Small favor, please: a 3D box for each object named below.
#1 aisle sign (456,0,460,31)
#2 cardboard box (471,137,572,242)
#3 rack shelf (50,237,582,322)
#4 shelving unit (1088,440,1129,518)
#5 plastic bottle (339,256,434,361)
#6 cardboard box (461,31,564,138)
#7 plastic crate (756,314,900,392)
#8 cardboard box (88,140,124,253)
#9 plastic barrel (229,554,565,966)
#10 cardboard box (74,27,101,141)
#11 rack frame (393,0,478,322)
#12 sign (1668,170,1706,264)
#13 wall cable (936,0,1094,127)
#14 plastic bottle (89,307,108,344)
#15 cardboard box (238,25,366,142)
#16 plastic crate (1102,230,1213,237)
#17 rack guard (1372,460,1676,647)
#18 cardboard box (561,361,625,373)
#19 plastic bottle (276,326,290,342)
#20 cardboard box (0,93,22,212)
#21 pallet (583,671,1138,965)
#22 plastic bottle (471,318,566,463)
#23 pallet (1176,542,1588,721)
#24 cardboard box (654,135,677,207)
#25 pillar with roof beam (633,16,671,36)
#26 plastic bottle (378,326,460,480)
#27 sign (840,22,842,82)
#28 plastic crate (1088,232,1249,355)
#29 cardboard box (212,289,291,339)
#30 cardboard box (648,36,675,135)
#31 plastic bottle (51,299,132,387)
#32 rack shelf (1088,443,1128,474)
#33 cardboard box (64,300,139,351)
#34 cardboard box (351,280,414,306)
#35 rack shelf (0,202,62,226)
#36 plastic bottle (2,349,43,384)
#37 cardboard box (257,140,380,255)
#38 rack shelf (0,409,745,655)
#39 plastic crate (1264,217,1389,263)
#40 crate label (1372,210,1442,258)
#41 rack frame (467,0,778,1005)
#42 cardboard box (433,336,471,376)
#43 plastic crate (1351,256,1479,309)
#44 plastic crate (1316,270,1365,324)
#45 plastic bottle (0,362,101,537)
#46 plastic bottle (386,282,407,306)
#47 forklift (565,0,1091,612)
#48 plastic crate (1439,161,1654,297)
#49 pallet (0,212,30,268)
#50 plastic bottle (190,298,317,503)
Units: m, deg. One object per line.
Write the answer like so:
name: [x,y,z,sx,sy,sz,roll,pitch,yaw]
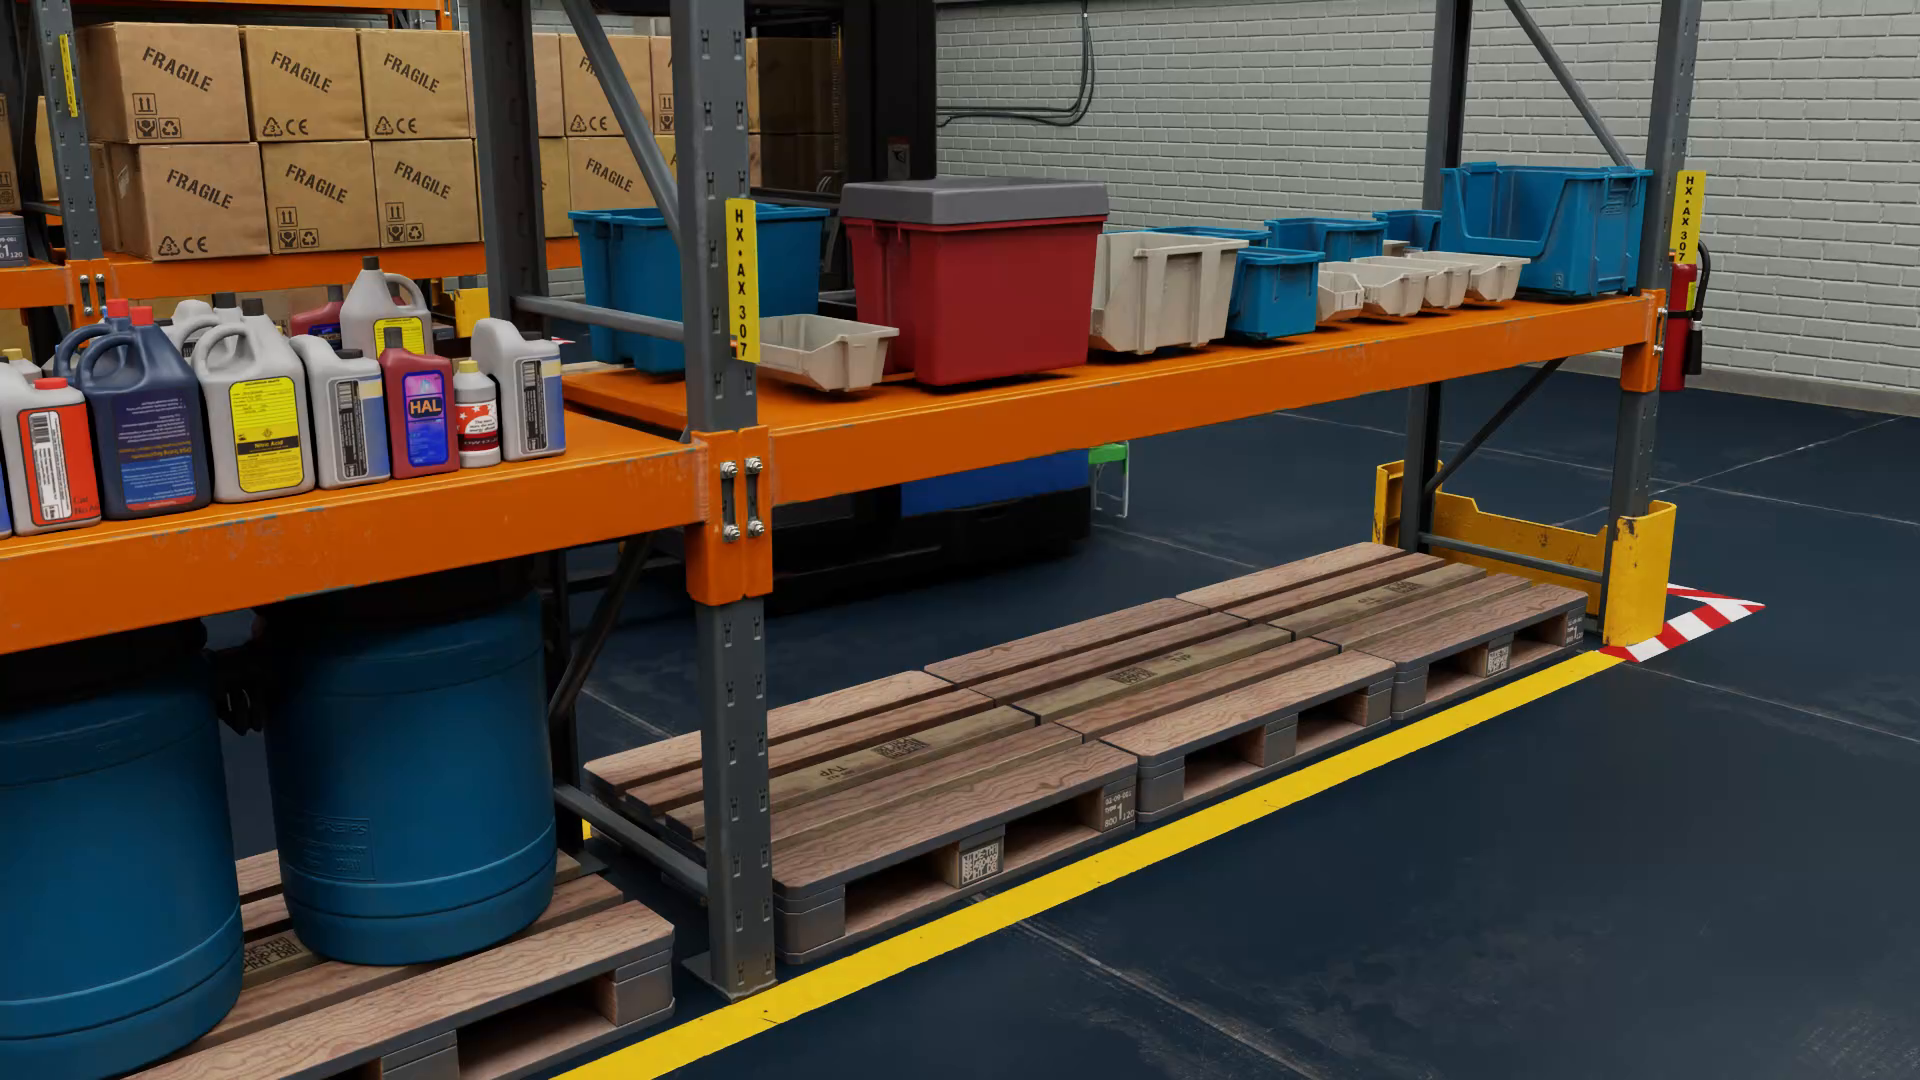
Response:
aisle sign: [-4.034,-4.315,13.053,0.004,0.787,0.394,-13,19,-39]
cardboard box: [-2.339,-1.803,8.495,0.500,0.500,0.500,-13,20,-40]
rack shelf: [-2.539,-1.455,8.778,4.000,0.370,1.077,-13,19,-39]
shelving unit: [0.547,-0.678,7.963,0.503,1.200,0.258,-10,18,-34]
plastic bottle: [-1.308,-0.471,3.798,0.185,0.351,0.144,-13,19,-39]
cardboard box: [-2.342,-2.282,8.350,0.500,0.500,0.500,-12,19,-38]
plastic crate: [-0.354,-0.451,4.021,0.243,0.136,0.396,-13,19,-39]
cardboard box: [-3.839,-1.646,7.908,0.500,0.500,0.500,-12,19,-38]
plastic barrel: [-1.221,0.401,3.688,0.708,0.901,0.600,-13,19,-39]
cardboard box: [-3.836,-2.131,7.784,0.500,0.500,0.500,-13,19,-39]
rack frame: [-4.285,-3.105,13.561,0.127,3.000,1.000,-13,19,-39]
sign: [2.592,-1.151,5.929,0.005,0.325,0.100,-13,19,-39]
wall cable: [0.216,-5.392,16.514,0.112,2.526,3.097,-13,19,-39]
plastic bottle: [-1.780,-0.356,3.519,0.097,0.271,0.097,0,15,0]
cardboard box: [-3.119,-2.107,7.696,0.500,0.500,0.500,-13,20,-41]
plastic crate: [0.596,-0.873,5.413,0.300,0.233,0.416,-13,19,-39]
rack guard: [2.228,0.025,6.688,0.348,0.500,1.175,-13,19,-39]
cardboard box: [-2.004,-0.904,9.796,0.500,0.250,0.500,-13,19,-39]
plastic bottle: [-1.532,-0.378,3.737,0.097,0.201,0.097,0,15,0]
cardboard box: [-4.552,-1.678,7.212,0.700,0.500,0.500,8,17,28]
pallet: [-0.270,0.717,4.658,1.213,0.211,1.003,-13,19,-39]
plastic bottle: [-0.884,-0.309,3.334,0.135,0.276,0.152,-13,19,-39]
pallet: [1.571,0.303,6.206,1.213,0.211,1.003,-13,19,-39]
cardboard box: [-1.579,-1.972,9.126,0.500,0.500,0.500,-12,19,-39]
pillar with roof beam: [0.010,-5.791,11.992,0.400,9.000,9.100,-13,19,-39]
plastic bottle: [-1.029,-0.264,3.154,0.133,0.283,0.061,-13,19,-39]
sign: [-0.681,-2.742,9.346,0.005,0.325,0.100,-13,19,-39]
plastic crate: [0.474,-0.693,4.646,0.530,0.282,0.437,-13,19,-39]
cardboard box: [-5.504,-1.792,12.676,0.500,0.500,0.700,-13,20,-41]
cardboard box: [-1.566,-2.458,9.008,0.500,0.500,0.500,-12,19,-38]
plastic bottle: [-1.512,-0.252,2.977,0.185,0.351,0.144,-13,19,-39]
rack shelf: [0.547,-0.384,8.042,0.480,0.148,0.258,-10,18,-34]
cardboard box: [-6.290,-1.614,12.009,0.500,0.500,0.700,-13,20,-40]
cardboard box: [-4.747,-1.962,13.313,0.500,0.500,0.700,-13,19,-39]
rack shelf: [-5.794,-2.419,12.386,4.000,0.370,1.077,-13,19,-39]
plastic bottle: [-1.927,-0.289,3.405,0.097,0.201,0.097,0,15,0]
cardboard box: [-3.100,-1.632,7.855,0.500,0.500,0.500,-12,19,-38]
rack shelf: [-2.308,0.188,2.628,4.000,0.370,1.077,-13,19,-39]
plastic crate: [1.319,-1.035,6.021,0.300,0.233,0.416,-13,19,-39]
crate label: [1.816,-1.147,6.438,0.303,0.233,0.416,-13,19,-39]
rack frame: [-0.799,-0.499,3.804,0.127,3.000,1.000,-13,19,-39]
cardboard box: [-2.634,-0.789,8.877,0.637,0.503,0.797,-13,19,-39]
plastic crate: [1.494,-0.858,5.545,0.243,0.136,0.396,-13,19,-39]
plastic crate: [1.089,-0.752,5.149,0.250,0.136,0.298,-13,19,-39]
plastic bottle: [-1.540,-0.162,2.783,0.135,0.276,0.152,-13,19,-39]
plastic bottle: [-1.356,-0.463,3.897,0.133,0.283,0.061,-13,19,-39]
forklift: [-0.905,-1.252,6.756,3.031,2.935,1.130,-10,18,-34]
plastic crate: [2.088,-1.129,5.980,0.499,0.435,0.616,-13,19,-39]
pallet: [-4.722,-1.257,7.014,1.213,0.211,1.003,-13,19,-39]
plastic bottle: [-1.278,-0.255,2.989,0.185,0.351,0.144,-13,19,-39]
